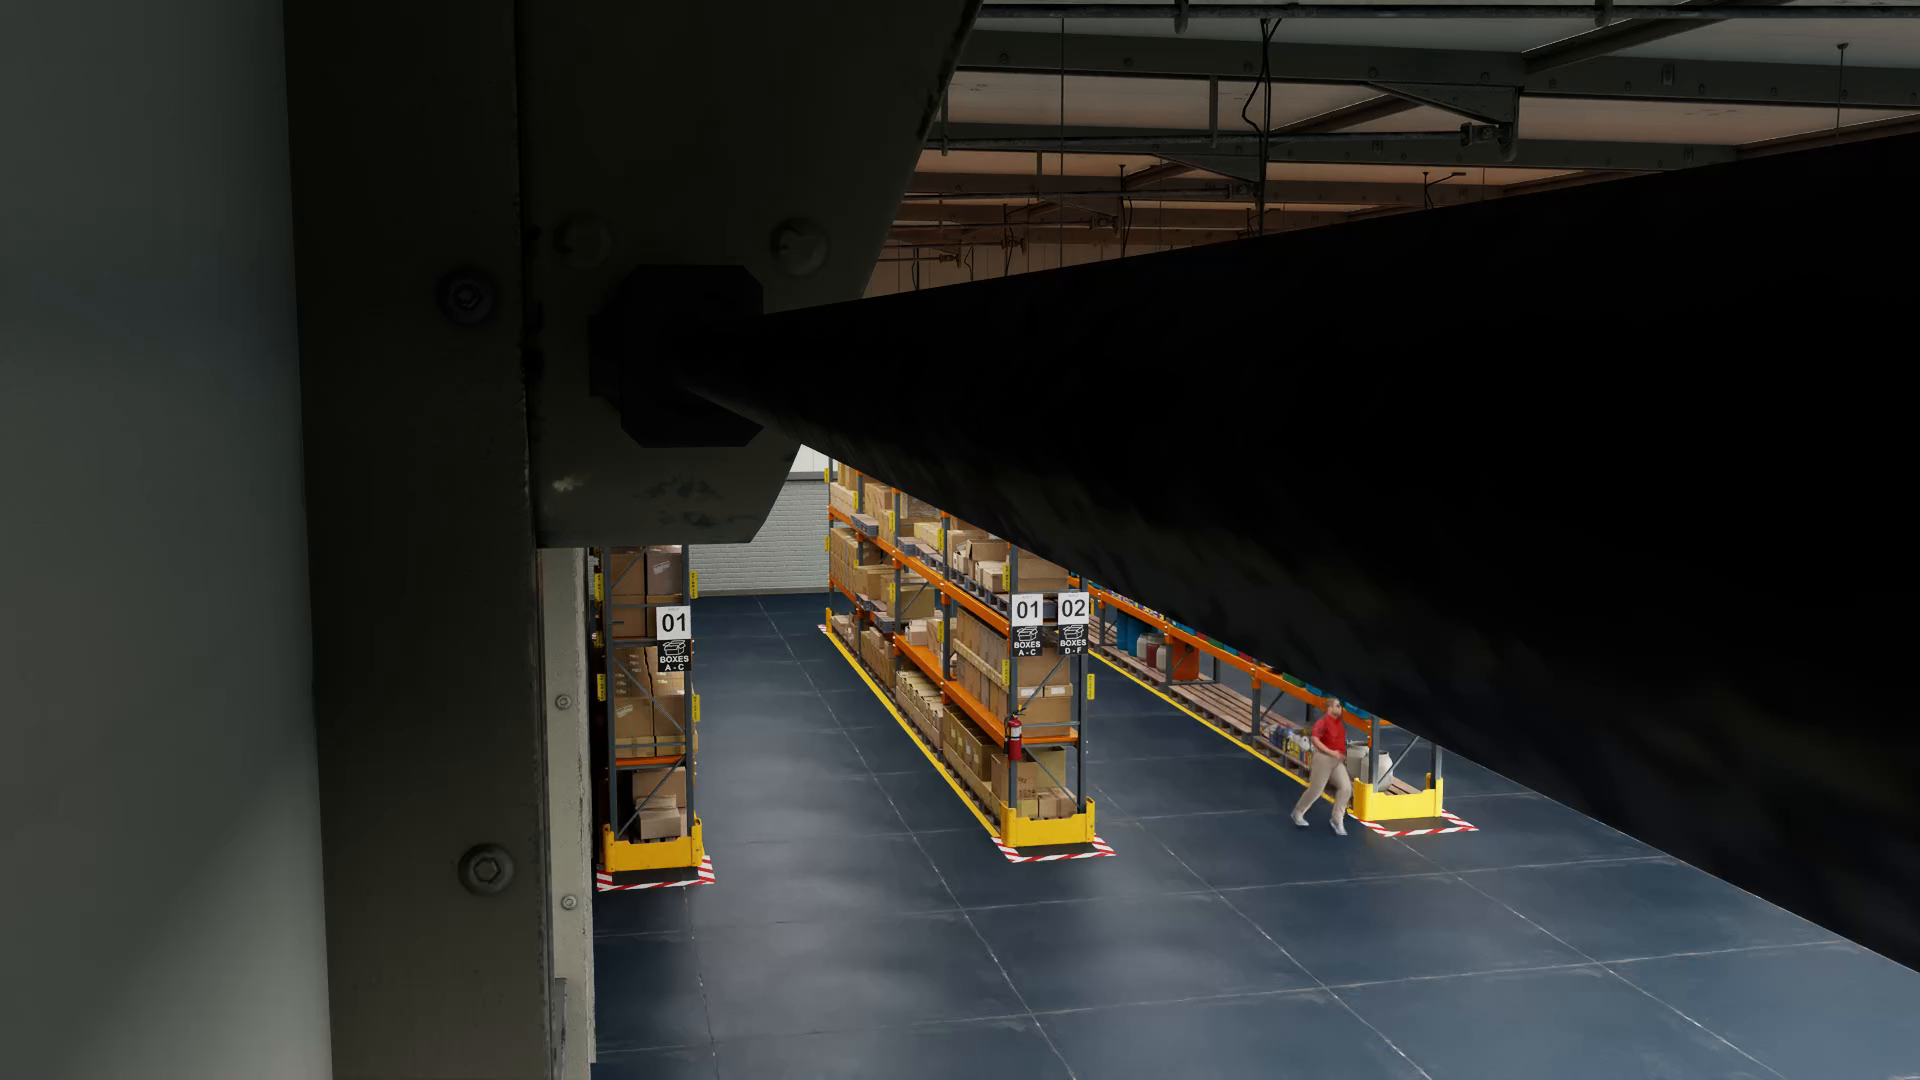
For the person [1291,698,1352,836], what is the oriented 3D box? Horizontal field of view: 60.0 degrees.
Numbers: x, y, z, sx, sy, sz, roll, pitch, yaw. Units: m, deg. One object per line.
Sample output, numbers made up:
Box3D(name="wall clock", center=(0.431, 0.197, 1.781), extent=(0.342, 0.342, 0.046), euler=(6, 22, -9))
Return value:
Box3D(name="person", center=(4.802, 2.934, 21.692), extent=(0.741, 1.765, 0.766), euler=(-6, 9, -43))
